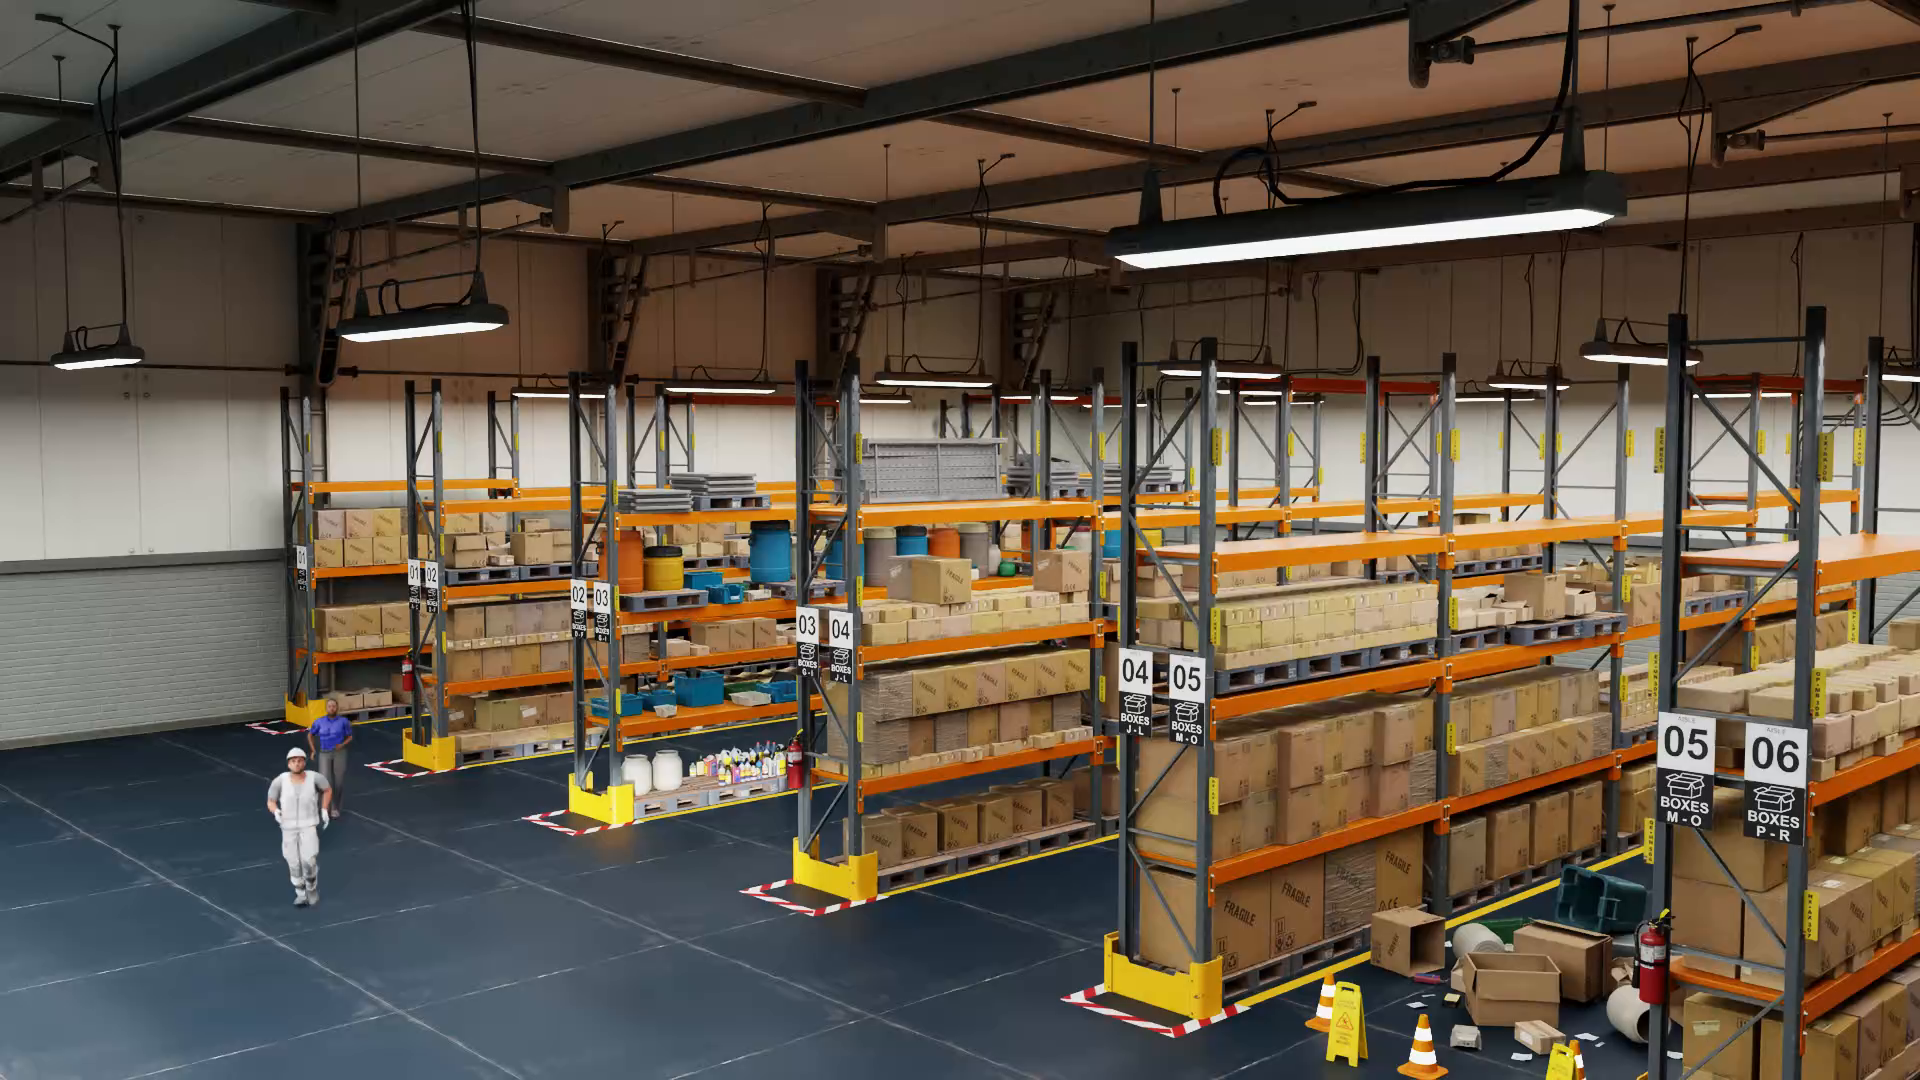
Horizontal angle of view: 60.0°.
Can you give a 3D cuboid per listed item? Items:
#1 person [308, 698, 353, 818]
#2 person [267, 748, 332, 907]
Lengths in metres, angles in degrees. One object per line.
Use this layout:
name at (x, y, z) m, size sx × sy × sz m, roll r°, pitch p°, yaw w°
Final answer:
person at (-8.403, 2.929, 22.236) m, size 0.560 × 1.615 × 0.568 m, roll -2°, pitch 4°, yaw -25°
person at (-7.171, 3.125, 18.031) m, size 0.635 × 1.754 × 0.652 m, roll -1°, pitch 4°, yaw -15°
